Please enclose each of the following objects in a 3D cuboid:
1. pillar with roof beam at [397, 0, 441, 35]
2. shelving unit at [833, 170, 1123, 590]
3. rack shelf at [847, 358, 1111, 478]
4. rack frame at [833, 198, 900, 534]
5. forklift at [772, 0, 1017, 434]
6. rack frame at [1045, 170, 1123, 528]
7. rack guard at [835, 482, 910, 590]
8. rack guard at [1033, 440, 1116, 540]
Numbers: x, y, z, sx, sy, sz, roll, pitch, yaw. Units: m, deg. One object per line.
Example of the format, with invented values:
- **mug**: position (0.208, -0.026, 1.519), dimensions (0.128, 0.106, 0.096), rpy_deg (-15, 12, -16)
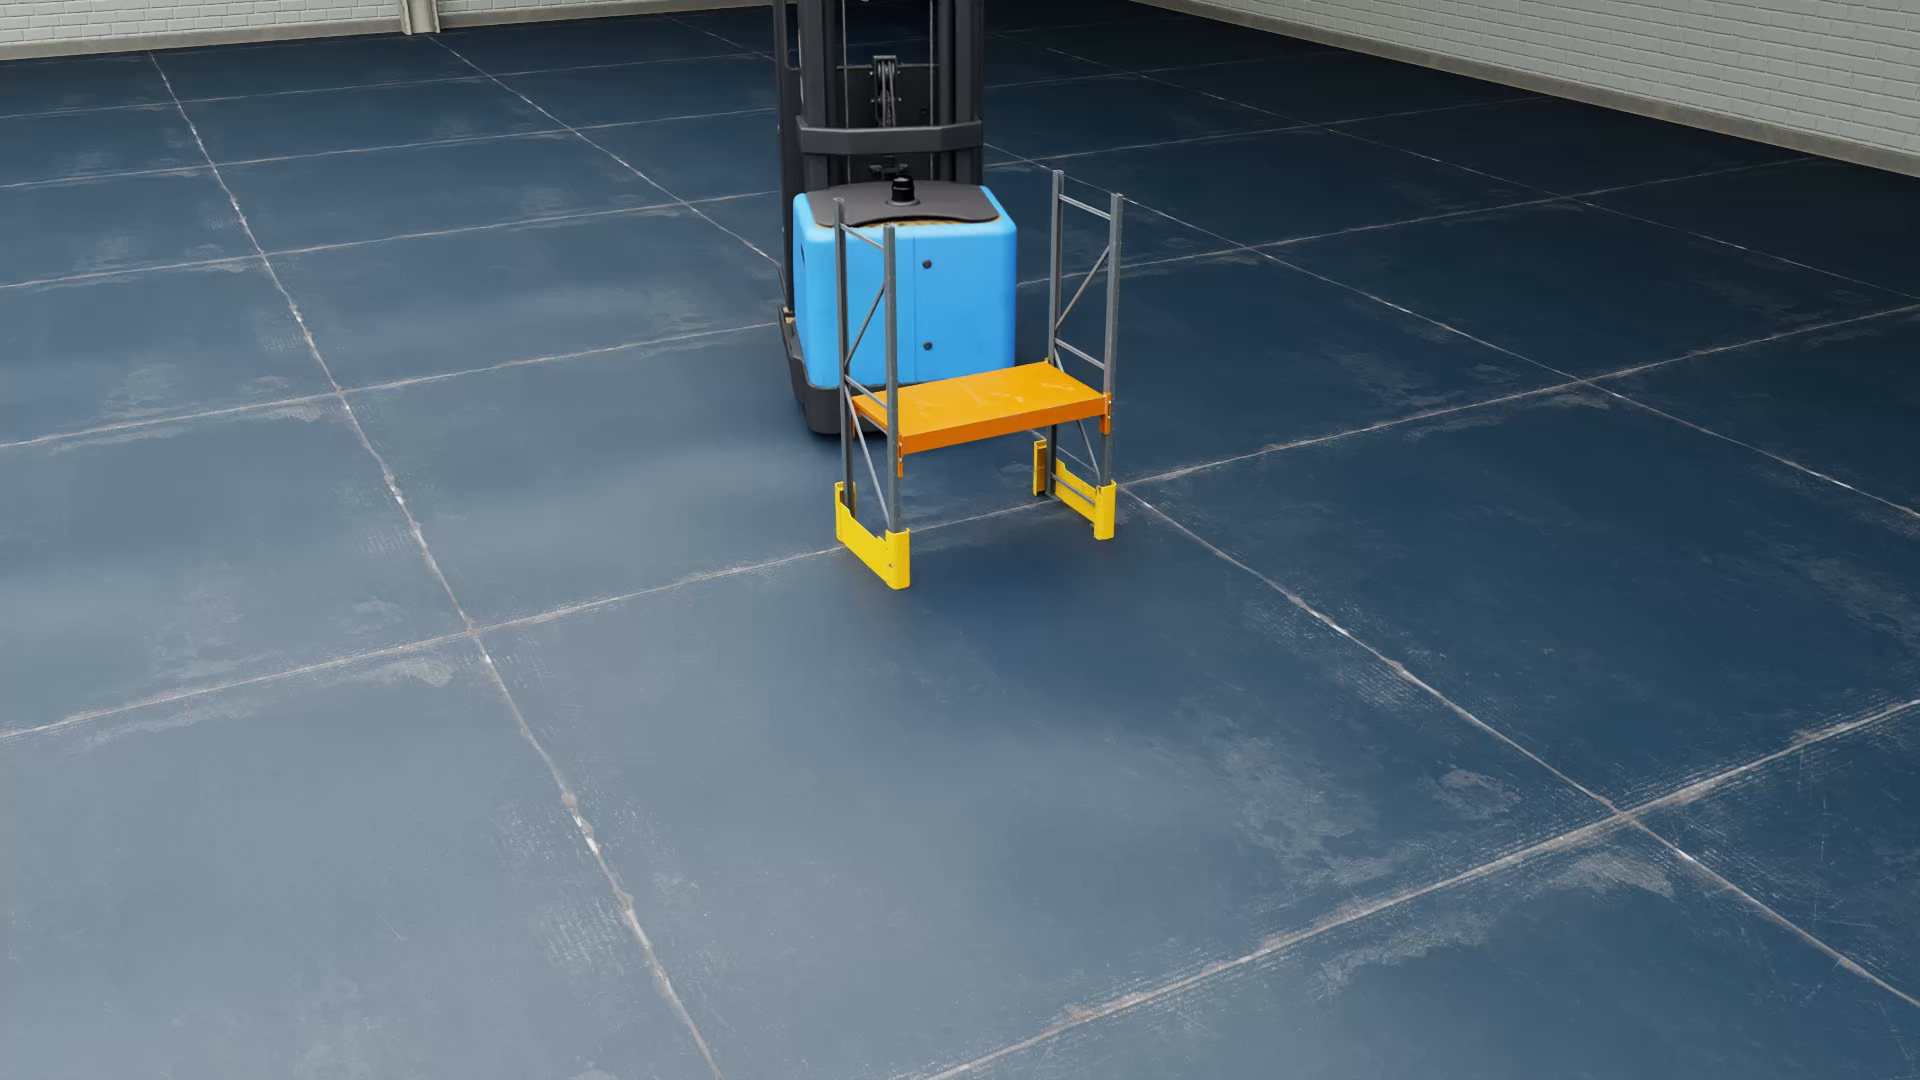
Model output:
- **pillar with roof beam**: position (-4.444, -8.517, 14.592), dimensions (0.400, 9.000, 9.100), rpy_deg (-13, 29, -25)
- **shelving unit**: position (0.067, -0.692, 6.958), dimensions (1.083, 1.500, 0.587), rpy_deg (-13, 29, -25)
- **rack shelf**: position (0.075, -0.531, 7.039), dimensions (1.000, 0.185, 0.538), rpy_deg (-13, 29, -25)
- **rack frame**: position (-0.373, -0.590, 6.746), dimensions (0.032, 1.500, 0.500), rpy_deg (-13, 29, -25)
- **forklift**: position (-0.459, -2.453, 8.973), dimensions (1.130, 2.935, 3.031), rpy_deg (-4, 26, -8)
- **rack frame**: position (0.524, -0.797, 7.177), dimensions (0.032, 1.500, 0.500), rpy_deg (-13, 29, -25)
- **rack guard**: position (-0.372, -0.027, 7.017), dimensions (0.087, 0.250, 0.587), rpy_deg (-13, 29, -25)
- **rack guard**: position (0.507, -0.230, 7.439), dimensions (0.087, 0.250, 0.587), rpy_deg (-13, 29, -25)
